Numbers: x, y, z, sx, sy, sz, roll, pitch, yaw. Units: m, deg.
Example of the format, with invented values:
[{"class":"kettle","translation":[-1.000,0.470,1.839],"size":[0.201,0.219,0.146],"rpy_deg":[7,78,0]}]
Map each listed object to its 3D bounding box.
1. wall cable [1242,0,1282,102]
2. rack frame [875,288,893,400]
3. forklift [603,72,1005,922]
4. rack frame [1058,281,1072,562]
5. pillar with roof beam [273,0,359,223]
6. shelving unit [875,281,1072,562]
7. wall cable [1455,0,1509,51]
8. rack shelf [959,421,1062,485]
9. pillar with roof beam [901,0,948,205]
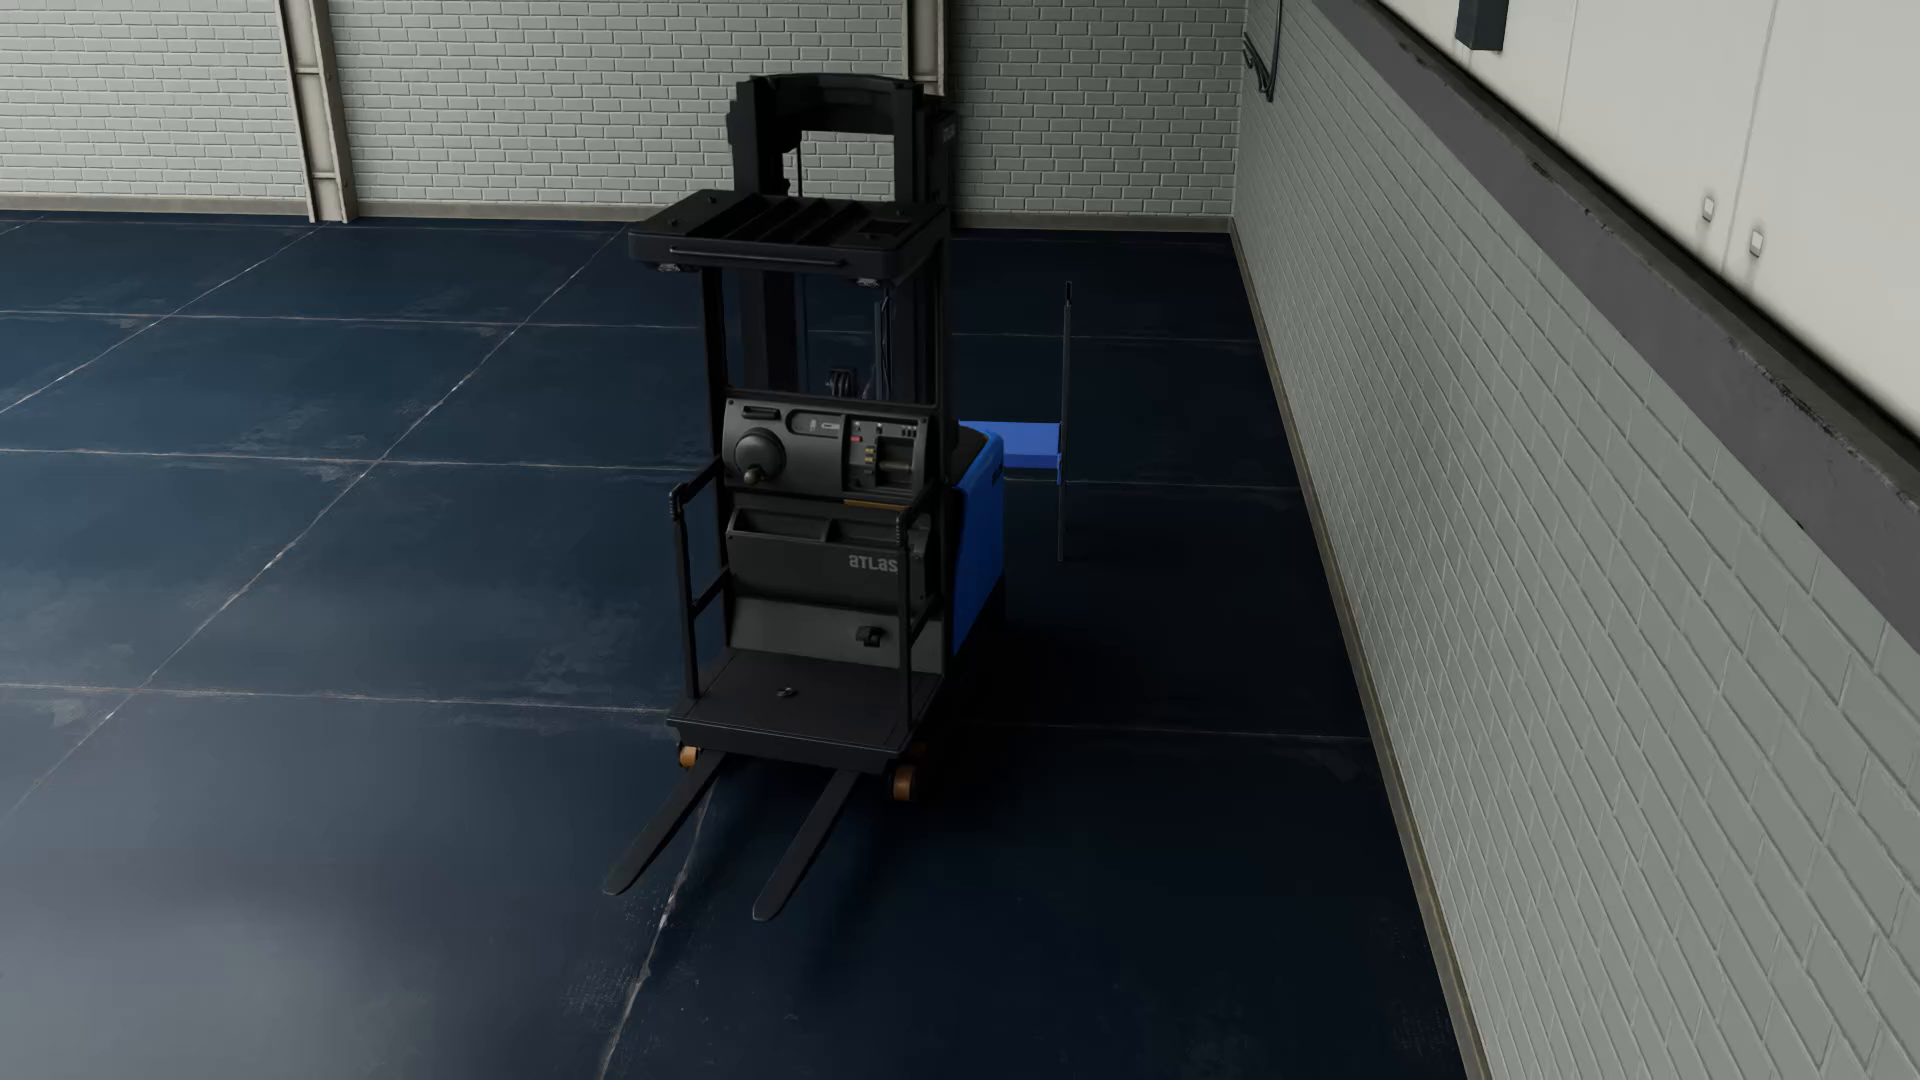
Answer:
[{"class":"wall cable","translation":[2.504,-5.085,13.751],"size":[0.112,2.526,3.097],"rpy_deg":[2,25,4]},{"class":"rack frame","translation":[-0.422,-0.695,9.466],"size":[0.032,1.500,0.500],"rpy_deg":[2,25,4]},{"class":"forklift","translation":[-0.640,-0.366,7.039],"size":[1.130,2.935,3.031],"rpy_deg":[6,25,14]},{"class":"rack frame","translation":[0.592,-0.662,9.395],"size":[0.032,1.500,0.500],"rpy_deg":[2,25,4]},{"class":"pillar with roof beam","translation":[-6.644,-5.539,11.023],"size":[0.400,9.000,9.100],"rpy_deg":[2,25,4]},{"class":"shelving unit","translation":[0.085,-0.679,9.431],"size":[1.048,1.500,0.538],"rpy_deg":[2,25,4]},{"class":"wall cable","translation":[1.761,-4.085,3.793],"size":[0.169,6.003,2.305],"rpy_deg":[2,25,4]},{"class":"rack shelf","translation":[0.085,-0.515,9.506],"size":[1.000,0.185,0.538],"rpy_deg":[2,25,4]},{"class":"pillar with roof beam","translation":[-0.662,-5.347,10.605],"size":[0.400,9.000,9.100],"rpy_deg":[2,25,4]}]
